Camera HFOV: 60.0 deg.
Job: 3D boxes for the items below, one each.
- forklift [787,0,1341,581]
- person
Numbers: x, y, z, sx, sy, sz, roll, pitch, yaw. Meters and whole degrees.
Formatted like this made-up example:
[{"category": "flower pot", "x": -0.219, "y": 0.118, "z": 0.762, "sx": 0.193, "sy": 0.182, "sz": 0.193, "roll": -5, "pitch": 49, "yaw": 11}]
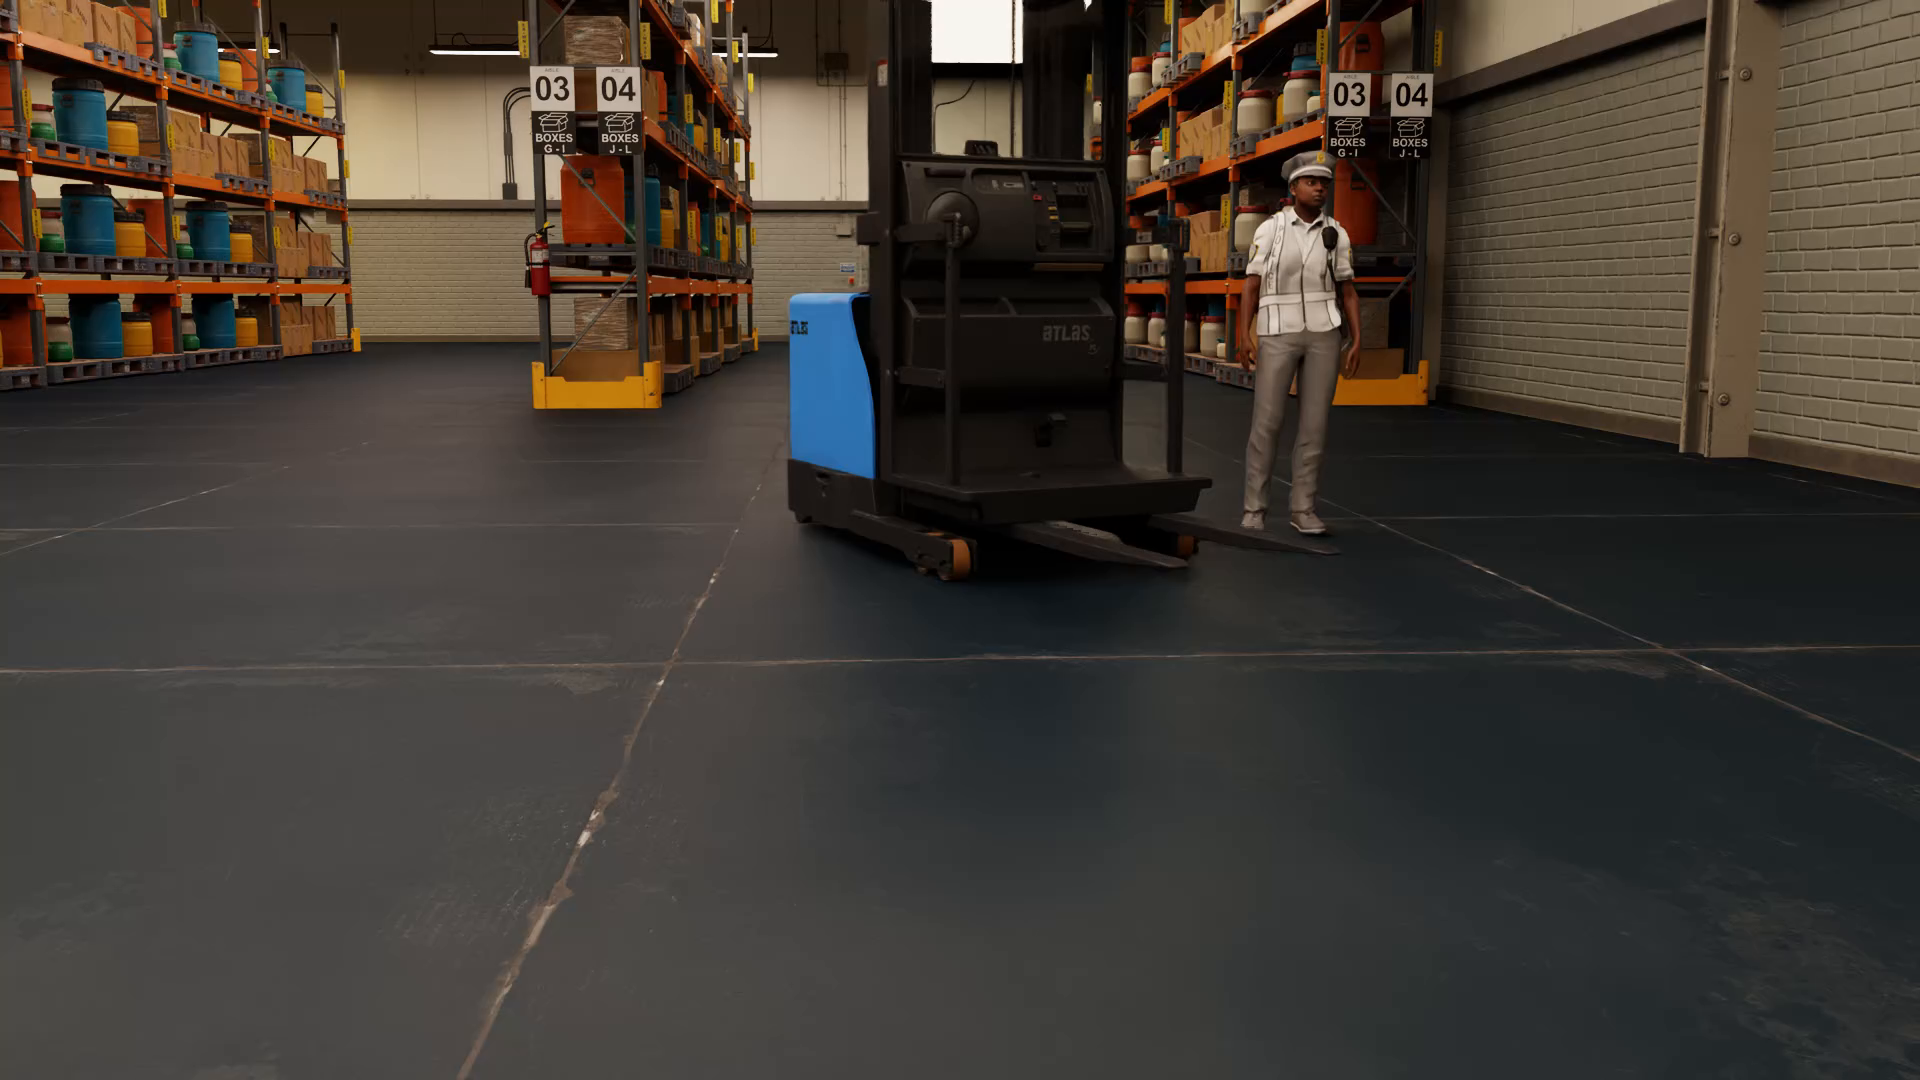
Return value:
[{"category": "forklift", "x": 0.298, "y": -1.366, "z": 6.529, "sx": 1.130, "sy": 2.935, "sz": 3.031, "roll": -4, "pitch": 9, "yaw": -26}, {"category": "person", "x": 1.520, "y": -0.877, "z": 7.435, "sx": 0.566, "sy": 1.695, "sz": 0.508, "roll": 0, "pitch": 8, "yaw": 0}]
